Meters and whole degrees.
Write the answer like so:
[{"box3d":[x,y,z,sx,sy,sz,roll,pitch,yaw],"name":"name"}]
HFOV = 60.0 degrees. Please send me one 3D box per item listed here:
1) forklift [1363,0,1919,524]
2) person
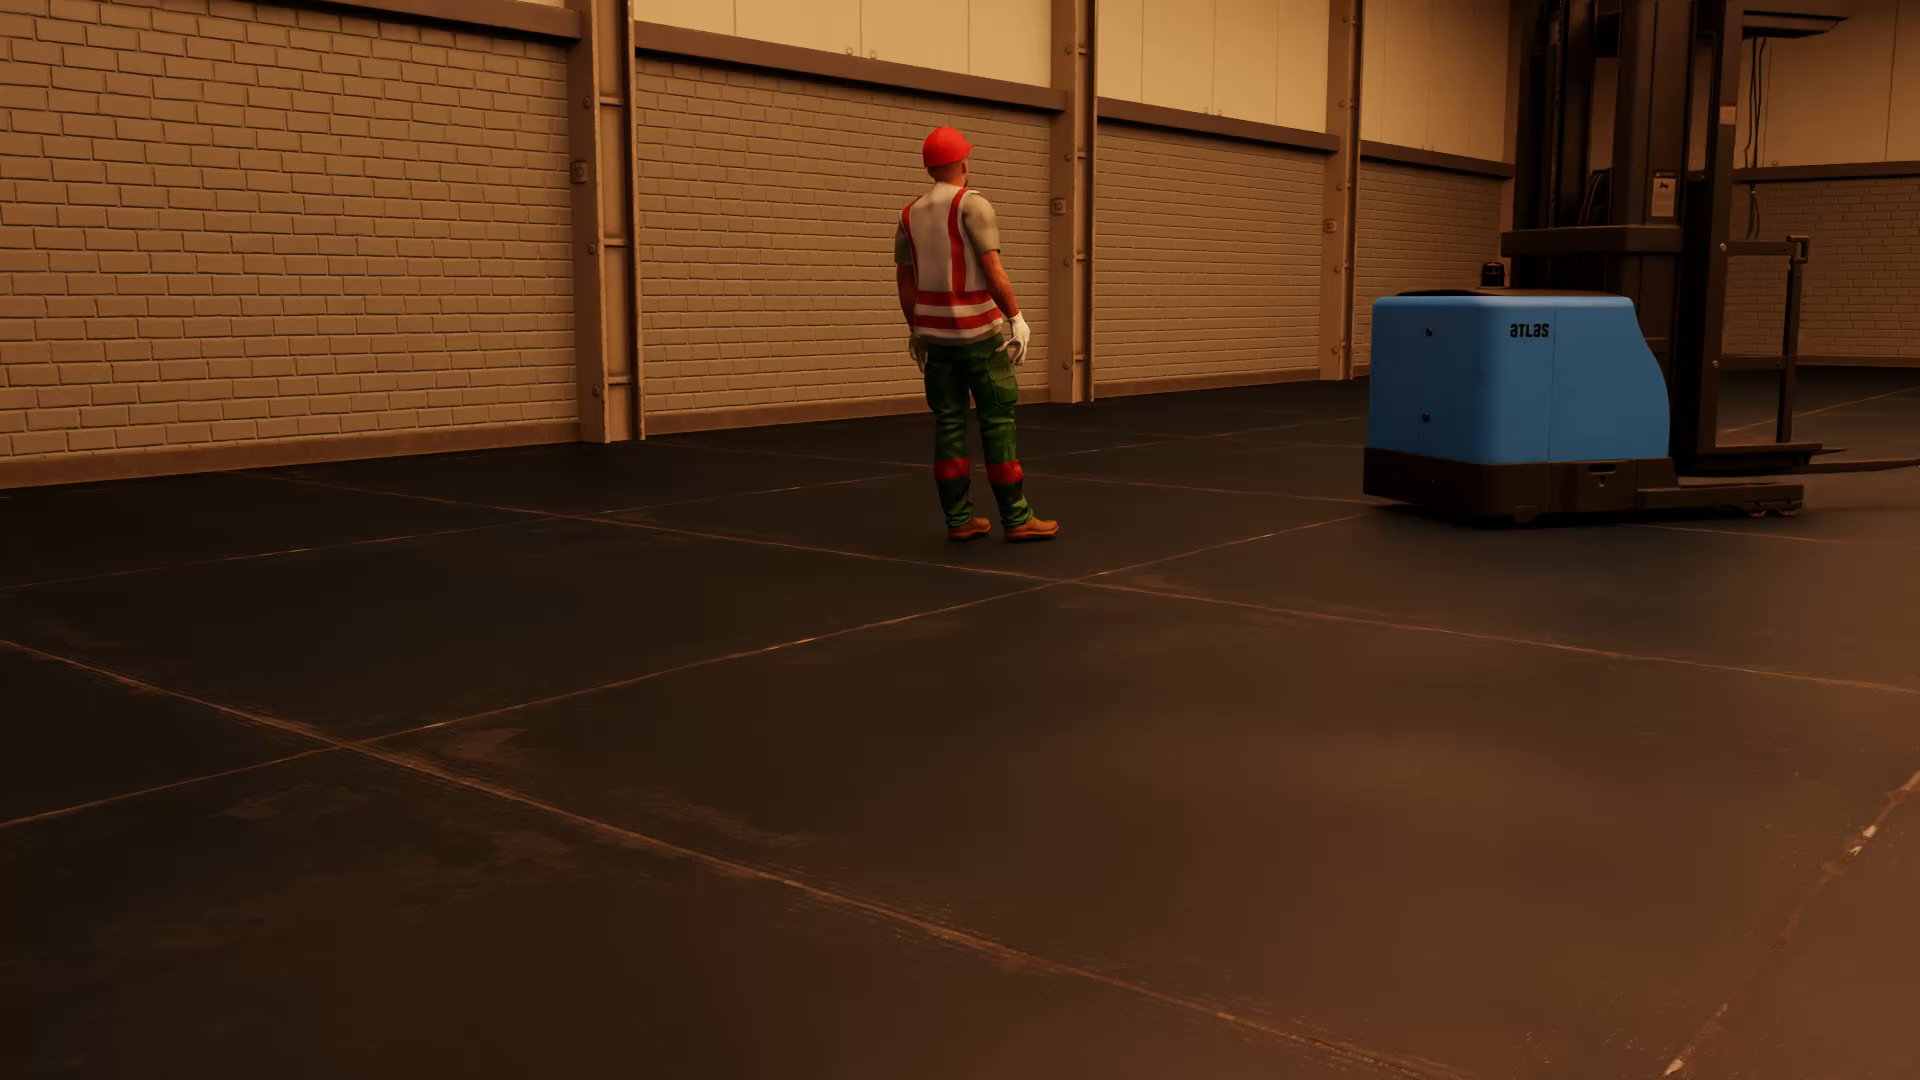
[{"box3d":[3.646,-1.629,8.413,3.031,2.935,1.130,-3,9,-19],"name":"forklift"},{"box3d":[0.060,-0.900,7.329,0.637,1.790,0.562,7,11,38],"name":"person"}]
